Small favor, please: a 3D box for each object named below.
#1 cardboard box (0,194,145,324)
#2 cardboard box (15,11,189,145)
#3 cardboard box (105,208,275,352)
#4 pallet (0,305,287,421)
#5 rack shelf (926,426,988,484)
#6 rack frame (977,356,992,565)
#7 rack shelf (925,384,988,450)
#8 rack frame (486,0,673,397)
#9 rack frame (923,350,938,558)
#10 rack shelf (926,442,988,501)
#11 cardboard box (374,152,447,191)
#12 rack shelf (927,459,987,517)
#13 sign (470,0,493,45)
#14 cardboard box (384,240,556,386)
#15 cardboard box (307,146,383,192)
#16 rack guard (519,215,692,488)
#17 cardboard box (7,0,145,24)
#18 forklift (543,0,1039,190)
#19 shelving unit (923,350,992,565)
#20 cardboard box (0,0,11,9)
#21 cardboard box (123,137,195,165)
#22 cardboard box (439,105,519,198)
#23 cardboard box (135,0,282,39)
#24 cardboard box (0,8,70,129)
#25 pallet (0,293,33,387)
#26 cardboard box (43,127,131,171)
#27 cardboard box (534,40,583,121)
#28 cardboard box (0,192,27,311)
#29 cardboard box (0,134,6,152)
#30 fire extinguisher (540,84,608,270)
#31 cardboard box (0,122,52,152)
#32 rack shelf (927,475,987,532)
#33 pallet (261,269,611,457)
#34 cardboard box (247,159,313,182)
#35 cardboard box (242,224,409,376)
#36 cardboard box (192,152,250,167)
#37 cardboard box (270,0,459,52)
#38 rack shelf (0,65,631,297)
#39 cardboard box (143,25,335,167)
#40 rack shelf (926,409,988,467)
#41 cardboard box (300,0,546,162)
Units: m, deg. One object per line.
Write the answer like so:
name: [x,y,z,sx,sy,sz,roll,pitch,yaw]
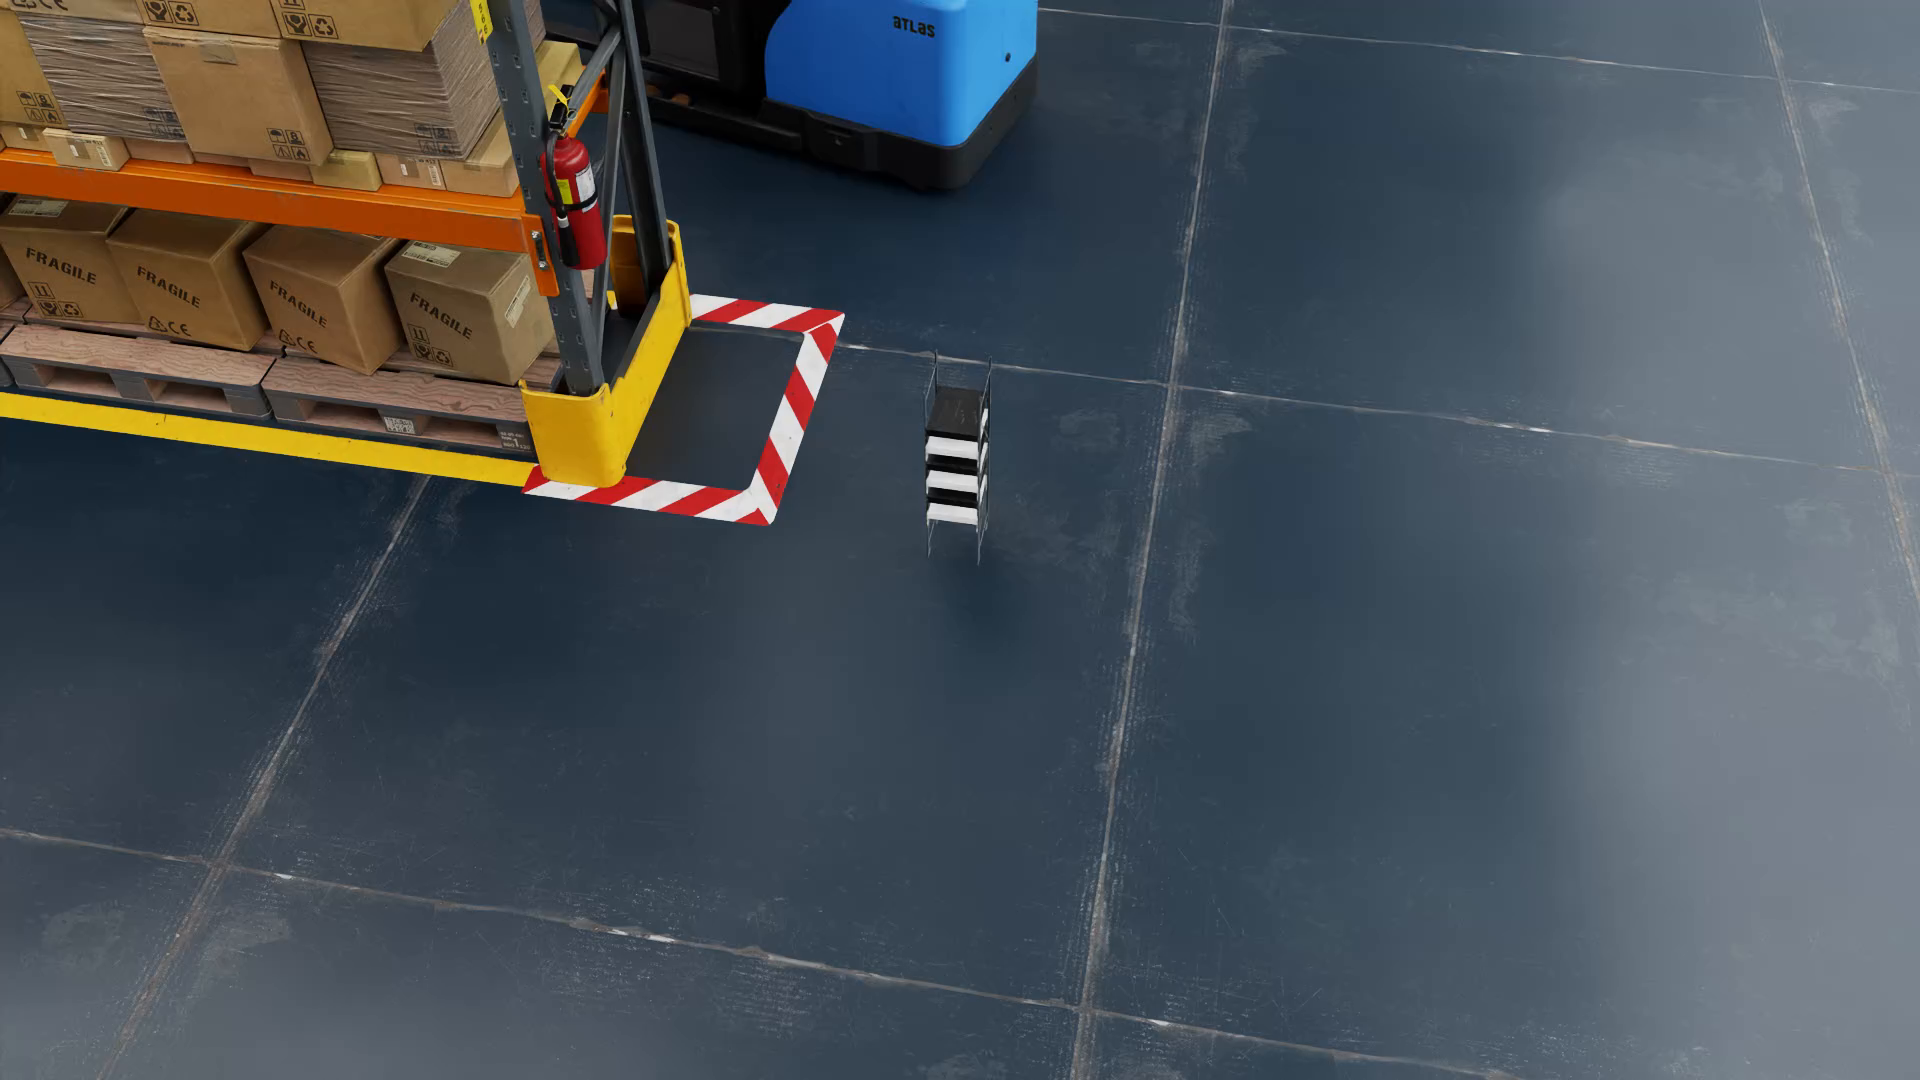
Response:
cardboard box: [-3.777,-1.309,7.279,0.500,0.500,0.500,4,48,3]
cardboard box: [-2.952,-1.953,6.193,0.500,0.500,0.875,8,49,7]
cardboard box: [-3.236,-1.202,7.184,0.500,0.500,0.500,12,49,10]
pallet: [-3.482,-1.026,7.502,1.213,0.211,1.003,8,49,7]
rack shelf: [-0.008,-0.340,6.346,0.200,0.077,0.258,8,49,7]
rack frame: [0.092,-0.288,6.376,0.006,0.900,0.240,8,49,7]
rack shelf: [-0.008,-0.460,6.212,0.200,0.077,0.258,8,49,7]
rack frame: [-1.418,-1.652,6.189,0.127,3.000,1.000,8,49,7]
rack frame: [-0.108,-0.315,6.400,0.006,0.900,0.240,8,49,7]
rack shelf: [-0.008,-0.280,6.413,0.200,0.077,0.258,8,49,7]
cardboard box: [-1.981,-1.488,6.211,0.250,0.149,0.380,8,49,7]
rack shelf: [-0.008,-0.219,6.480,0.200,0.077,0.258,8,49,7]
sign: [-1.536,-1.741,5.278,0.005,0.325,0.100,8,49,7]
cardboard box: [-2.029,-1.051,7.048,0.500,0.500,0.500,16,50,14]
cardboard box: [-2.236,-1.483,6.207,0.250,0.149,0.380,8,49,7]
rack guard: [-1.492,-0.826,7.128,0.348,0.500,1.175,8,49,7]
cardboard box: [-2.987,-2.140,5.689,0.500,0.500,0.500,8,49,7]
forklift: [-1.153,-3.460,7.860,3.031,2.935,1.130,19,51,17]
shelving unit: [-0.008,-0.302,6.388,0.210,0.900,0.258,8,49,7]
cardboard box: [-3.478,-2.212,5.754,0.500,0.500,0.500,8,49,7]
cardboard box: [-2.968,-1.607,6.319,0.250,0.149,0.380,8,49,7]
cardboard box: [-1.735,-1.454,6.181,0.250,0.149,0.380,8,49,7]
cardboard box: [-2.496,-2.072,5.628,0.500,0.500,0.500,8,49,7]
cardboard box: [-3.442,-2.028,6.260,0.500,0.500,0.875,8,49,7]
pallet: [-4.687,-1.186,7.645,1.213,0.211,1.003,8,49,7]
cardboard box: [-3.229,-1.576,6.290,0.250,0.149,0.380,8,49,7]
cardboard box: [-1.656,-1.780,6.473,0.250,0.149,0.380,8,49,7]
cardboard box: [-4.402,-1.333,7.301,0.500,0.500,0.500,22,52,19]
cardboard box: [-3.717,-1.659,6.365,0.250,0.149,0.380,8,49,7]
fire extinguisher: [-1.387,-1.273,5.901,0.183,0.674,0.296,8,49,7]
cardboard box: [-3.463,-1.660,6.366,0.250,0.149,0.380,8,49,7]
rack shelf: [-0.008,-0.159,6.547,0.200,0.077,0.258,8,49,7]
pallet: [-2.285,-0.863,7.355,1.213,0.211,1.003,8,49,7]
cardboard box: [-2.479,-1.527,6.247,0.250,0.149,0.380,8,49,7]
cardboard box: [-2.623,-1.105,7.097,0.500,0.500,0.500,19,51,17]
cardboard box: [-2.718,-1.591,6.304,0.250,0.149,0.380,8,49,7]
cardboard box: [-2.003,-2.010,5.572,0.500,0.500,0.500,8,49,7]
rack shelf: [-3.386,-1.676,6.695,4.000,0.370,1.077,8,49,7]
cardboard box: [-2.467,-1.856,6.105,0.500,0.500,0.875,8,49,7]
rack shelf: [-0.008,-0.400,6.279,0.200,0.077,0.258,8,49,7]
cardboard box: [-1.954,-1.877,6.125,0.500,0.500,0.875,8,49,7]
